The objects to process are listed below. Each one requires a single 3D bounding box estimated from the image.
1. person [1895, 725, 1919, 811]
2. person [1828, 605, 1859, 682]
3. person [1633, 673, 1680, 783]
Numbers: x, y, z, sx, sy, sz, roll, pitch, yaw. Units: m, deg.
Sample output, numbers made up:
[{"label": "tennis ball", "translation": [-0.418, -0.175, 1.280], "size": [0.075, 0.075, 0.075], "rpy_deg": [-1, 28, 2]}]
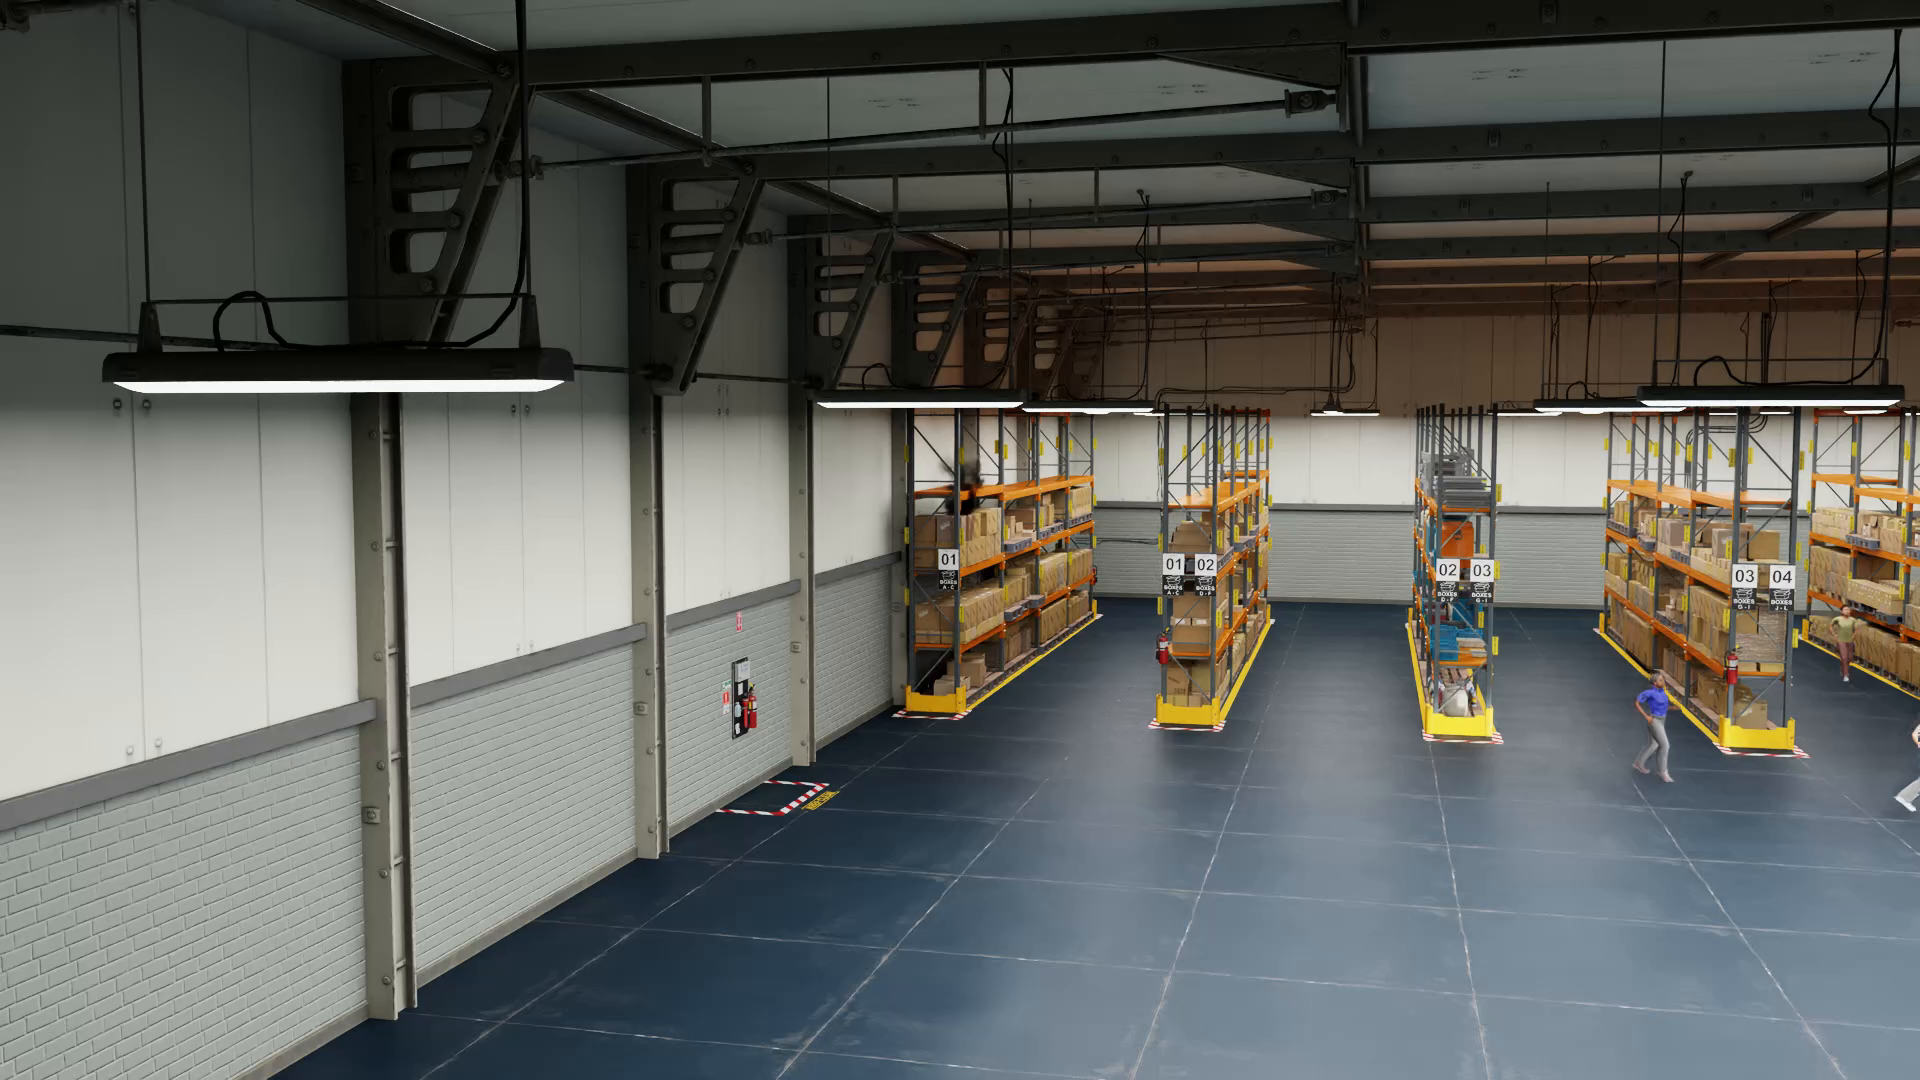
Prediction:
[{"label": "person", "translation": [13.894, 3.132, 23.744], "size": [0.947, 1.674, 0.557], "rpy_deg": [4, 5, 41]}, {"label": "person", "translation": [19.366, 2.239, 36.431], "size": [0.587, 1.653, 0.777], "rpy_deg": [1, 4, 13]}, {"label": "person", "translation": [11.062, 2.975, 26.454], "size": [0.734, 1.704, 0.556], "rpy_deg": [4, 6, 44]}]
